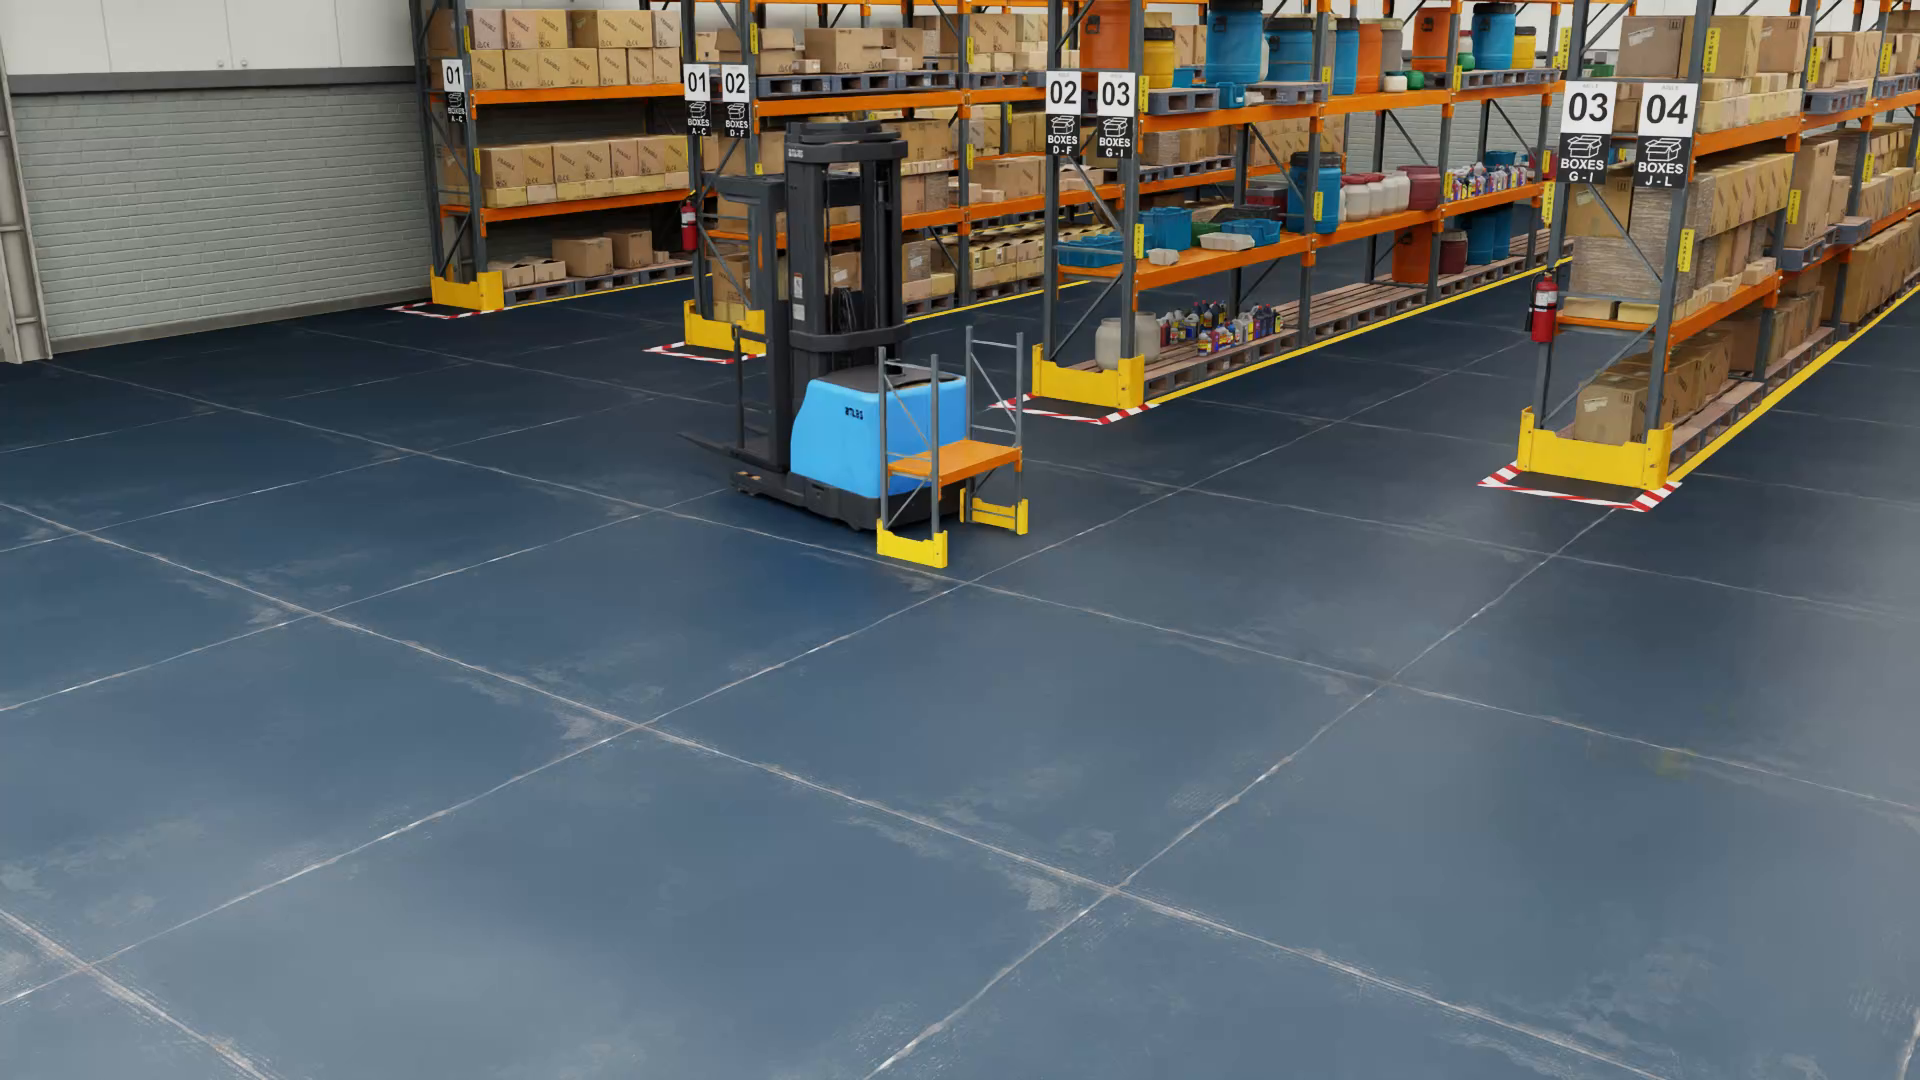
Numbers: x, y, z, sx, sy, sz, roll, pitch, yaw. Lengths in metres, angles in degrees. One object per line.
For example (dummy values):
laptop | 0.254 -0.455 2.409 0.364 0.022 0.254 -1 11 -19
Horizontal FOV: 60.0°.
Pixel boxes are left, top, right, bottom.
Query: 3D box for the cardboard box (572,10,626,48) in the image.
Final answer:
cardboard box | -4.999 -7.076 23.026 0.500 0.500 0.500 12 21 33

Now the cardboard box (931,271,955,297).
cardboard box | -0.418 -3.399 22.058 0.500 0.250 0.500 12 21 35

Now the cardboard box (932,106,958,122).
cardboard box | -0.220 -7.600 29.690 0.500 0.250 0.500 13 21 36

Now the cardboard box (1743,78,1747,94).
cardboard box | 6.517 -3.904 14.279 0.380 0.149 0.250 12 21 34

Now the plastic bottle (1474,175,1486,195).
plastic bottle | 7.386 -5.054 23.669 0.152 0.276 0.135 12 21 35

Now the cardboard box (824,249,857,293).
cardboard box | -1.618 -3.282 20.419 0.500 0.500 0.500 12 21 35

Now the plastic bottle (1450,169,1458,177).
plastic bottle | 7.292 -5.367 24.677 0.152 0.276 0.135 12 21 35

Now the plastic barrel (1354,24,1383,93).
plastic barrel | 4.989 -6.061 20.923 0.600 0.830 0.708 12 21 35

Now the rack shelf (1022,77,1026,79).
rack shelf | 1.661 -9.005 32.340 1.077 0.370 4.000 12 21 35

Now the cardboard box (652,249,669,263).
cardboard box | -4.592 -4.259 24.936 0.380 0.166 0.250 9 20 28

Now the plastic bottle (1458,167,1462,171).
plastic bottle | 7.535 -5.475 25.034 0.097 0.271 0.097 0 17 0

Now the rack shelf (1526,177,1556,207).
rack shelf | 9.617 -5.822 27.148 1.077 0.370 4.000 12 21 35

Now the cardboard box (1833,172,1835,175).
cardboard box | 9.730 -3.974 19.107 0.500 0.500 0.500 10 20 28

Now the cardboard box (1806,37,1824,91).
cardboard box | 7.996 -4.686 16.335 0.797 0.503 0.637 11 20 32

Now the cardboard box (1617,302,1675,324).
cardboard box | 5.615 -1.862 13.605 0.380 0.149 0.250 12 21 35

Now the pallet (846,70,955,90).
pallet | -0.804 -5.843 21.092 1.003 0.211 1.213 12 21 35

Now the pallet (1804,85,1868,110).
pallet | 8.706 -4.627 17.346 1.213 0.211 1.003 12 21 35

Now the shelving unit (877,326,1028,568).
shelving unit | -0.045 -0.698 11.963 0.587 1.500 1.083 12 21 35

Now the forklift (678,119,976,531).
forklift | -1.217 -1.835 13.210 1.130 2.935 3.031 -14 22 -38

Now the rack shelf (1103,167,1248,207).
rack shelf | 3.258 -5.746 26.901 1.077 0.370 4.000 12 21 35

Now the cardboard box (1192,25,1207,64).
cardboard box | 3.711 -8.024 26.922 0.600 0.600 0.600 12 21 34

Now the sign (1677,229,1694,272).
sign | 5.689 -2.274 13.048 0.100 0.325 0.005 12 21 35

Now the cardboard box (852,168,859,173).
cardboard box | -1.377 -4.486 20.371 0.380 0.149 0.250 13 21 35

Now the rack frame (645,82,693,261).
rack frame | -4.297 -5.535 25.009 1.000 3.000 0.127 12 21 35

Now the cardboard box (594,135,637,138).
cardboard box | -5.056 -5.633 24.280 0.500 0.500 0.500 12 21 34

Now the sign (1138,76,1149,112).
sign | 1.715 -4.170 15.541 0.100 0.325 0.005 12 21 35

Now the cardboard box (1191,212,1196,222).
cardboard box | 3.484 -5.057 26.942 0.500 0.500 0.500 12 21 33

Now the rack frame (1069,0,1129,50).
rack frame | 2.067 -8.478 24.371 1.000 3.000 0.127 12 21 35

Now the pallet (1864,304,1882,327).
pallet | 11.278 -2.994 21.528 1.003 0.211 1.213 12 21 35

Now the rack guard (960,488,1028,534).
rack guard | 0.251 -0.220 12.530 0.587 0.250 0.087 12 21 35

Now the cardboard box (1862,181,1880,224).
cardboard box | 10.834 -4.100 20.221 0.500 0.500 0.500 12 21 33

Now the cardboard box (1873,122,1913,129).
cardboard box | 13.986 -6.010 25.025 0.500 0.500 0.500 12 21 33

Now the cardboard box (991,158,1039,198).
cardboard box | 0.766 -5.133 23.546 0.500 0.500 0.500 12 21 35

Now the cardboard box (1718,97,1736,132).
cardboard box | 6.050 -3.510 13.684 0.500 0.250 0.500 12 21 33

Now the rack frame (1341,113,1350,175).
rack frame | 6.833 -7.518 31.396 1.000 3.000 0.127 12 21 35

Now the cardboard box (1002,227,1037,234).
cardboard box | 0.907 -4.448 24.491 0.500 0.311 0.500 12 21 33

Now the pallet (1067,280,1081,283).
pallet | 1.545 -4.092 25.065 1.003 0.211 1.213 12 21 35

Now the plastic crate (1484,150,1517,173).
plastic crate | 8.430 -5.882 26.053 0.392 0.384 0.575 12 21 35

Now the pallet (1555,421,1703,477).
pallet | 5.811 -0.830 14.560 1.003 0.211 1.213 12 21 35

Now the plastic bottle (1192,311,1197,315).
plastic bottle | 2.675 -2.486 19.049 0.097 0.271 0.097 0 17 0

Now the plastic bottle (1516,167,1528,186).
plastic bottle | 8.450 -5.479 25.039 0.152 0.276 0.135 12 21 35

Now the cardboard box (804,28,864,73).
cardboard box | -1.491 -5.802 19.700 0.500 0.500 0.500 12 21 35

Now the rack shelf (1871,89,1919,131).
rack shelf | 11.212 -5.427 20.817 1.077 0.370 4.000 12 21 35

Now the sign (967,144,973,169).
sign | 0.130 -5.014 21.738 0.100 0.325 0.005 12 21 35

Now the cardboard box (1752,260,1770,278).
cardboard box | 7.588 -2.628 16.072 0.380 0.149 0.250 12 21 35

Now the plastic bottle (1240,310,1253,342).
plastic bottle | 3.200 -2.402 18.646 0.144 0.351 0.185 12 21 34

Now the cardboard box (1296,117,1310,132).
cardboard box | 5.877 -7.522 29.553 0.500 0.500 0.500 13 22 36

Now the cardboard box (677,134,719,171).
cardboard box | -3.967 -5.908 25.300 0.700 0.500 0.500 12 21 35

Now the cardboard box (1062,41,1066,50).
cardboard box | 1.708 -9.410 31.805 0.500 0.250 0.500 12 21 33

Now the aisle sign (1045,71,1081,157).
aisle sign | 0.994 -4.108 16.032 0.394 0.787 0.004 12 21 35

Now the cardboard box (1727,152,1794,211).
cardboard box | 7.590 -3.420 15.844 0.500 0.500 0.500 12 21 35

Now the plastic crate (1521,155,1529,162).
plastic crate | 9.434 -6.205 27.349 0.416 0.233 0.300 12 21 35

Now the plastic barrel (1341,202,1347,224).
plastic barrel | 4.571 -4.006 20.320 0.301 0.262 0.301 0 17 0

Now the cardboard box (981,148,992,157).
cardboard box | 0.364 -7.135 30.551 0.380 0.149 0.250 13 21 36
